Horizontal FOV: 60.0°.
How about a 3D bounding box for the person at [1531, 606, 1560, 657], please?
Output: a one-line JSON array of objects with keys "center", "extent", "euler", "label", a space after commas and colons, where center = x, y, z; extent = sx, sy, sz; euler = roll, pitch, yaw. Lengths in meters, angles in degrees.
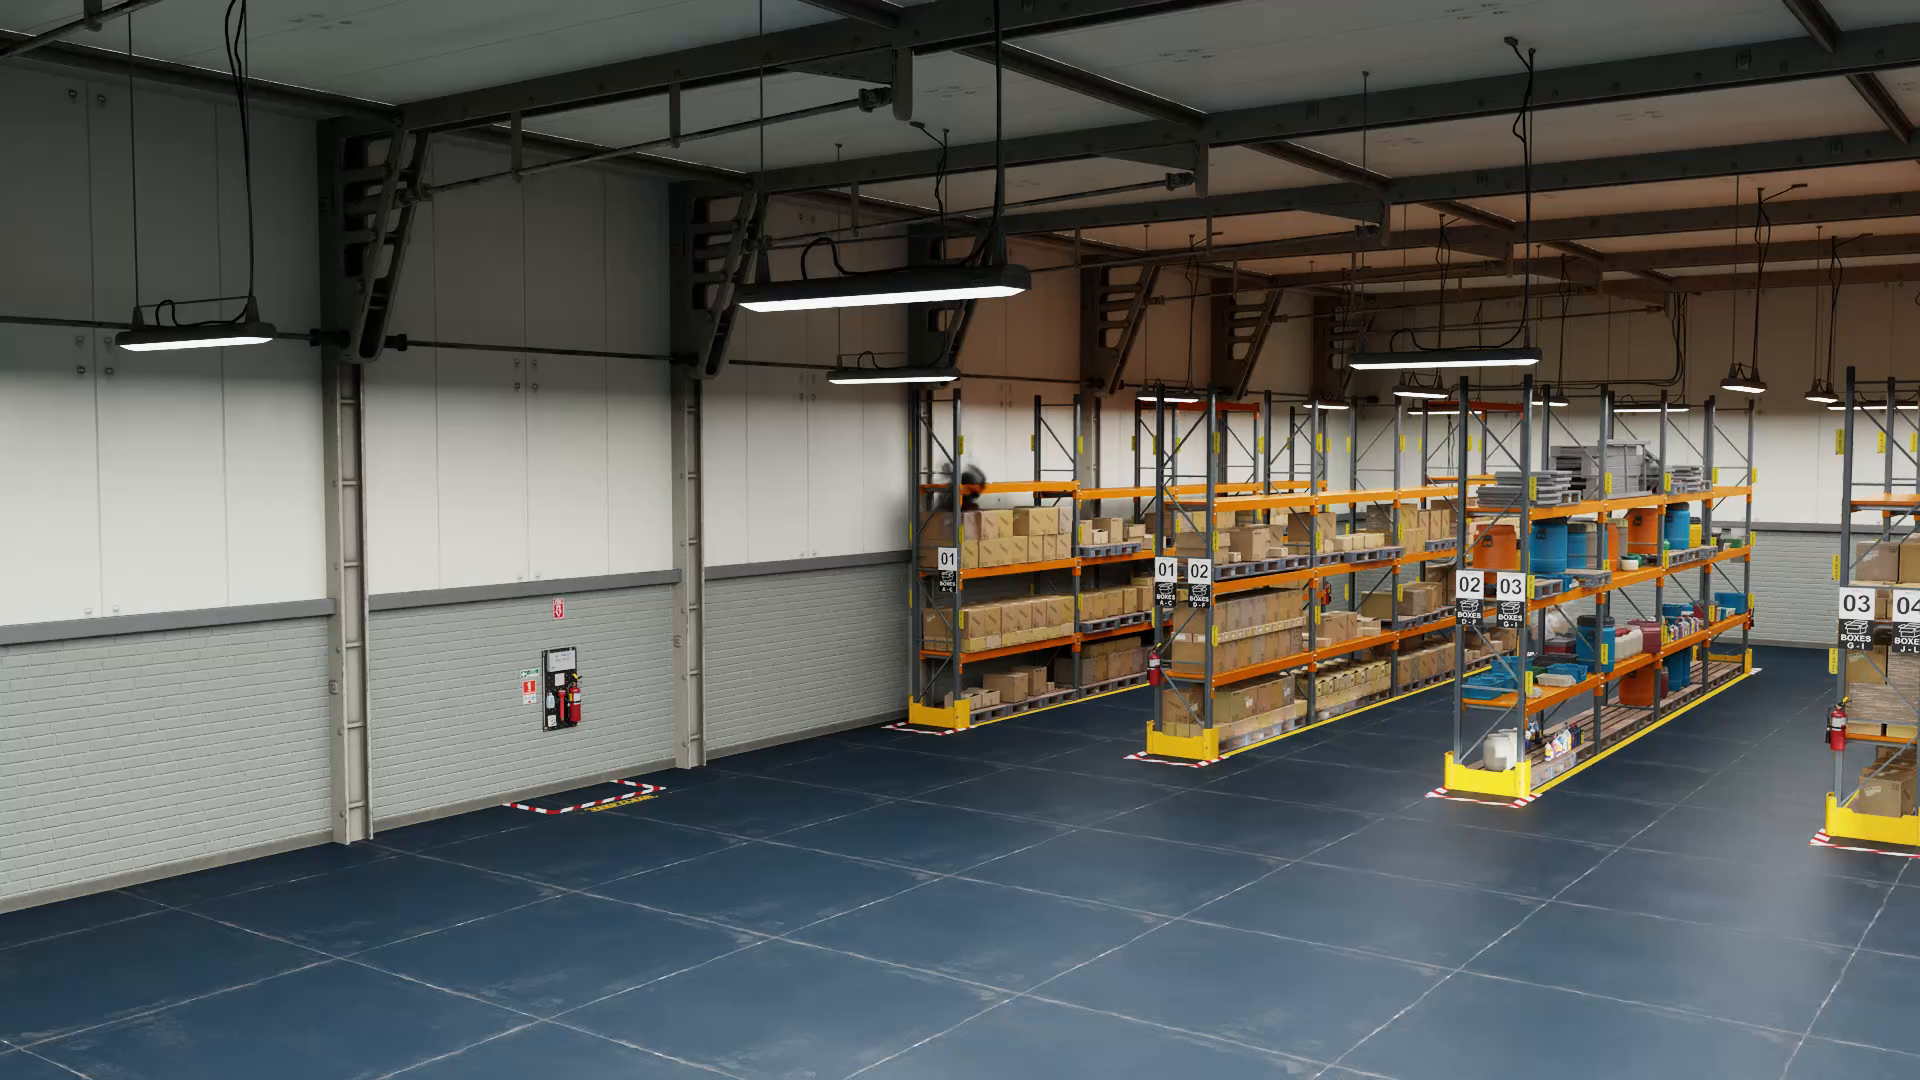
[{"center": [12.374, 2.157, 35.176], "extent": [0.607, 1.641, 0.906], "euler": [2, 4, 26], "label": "person"}]
